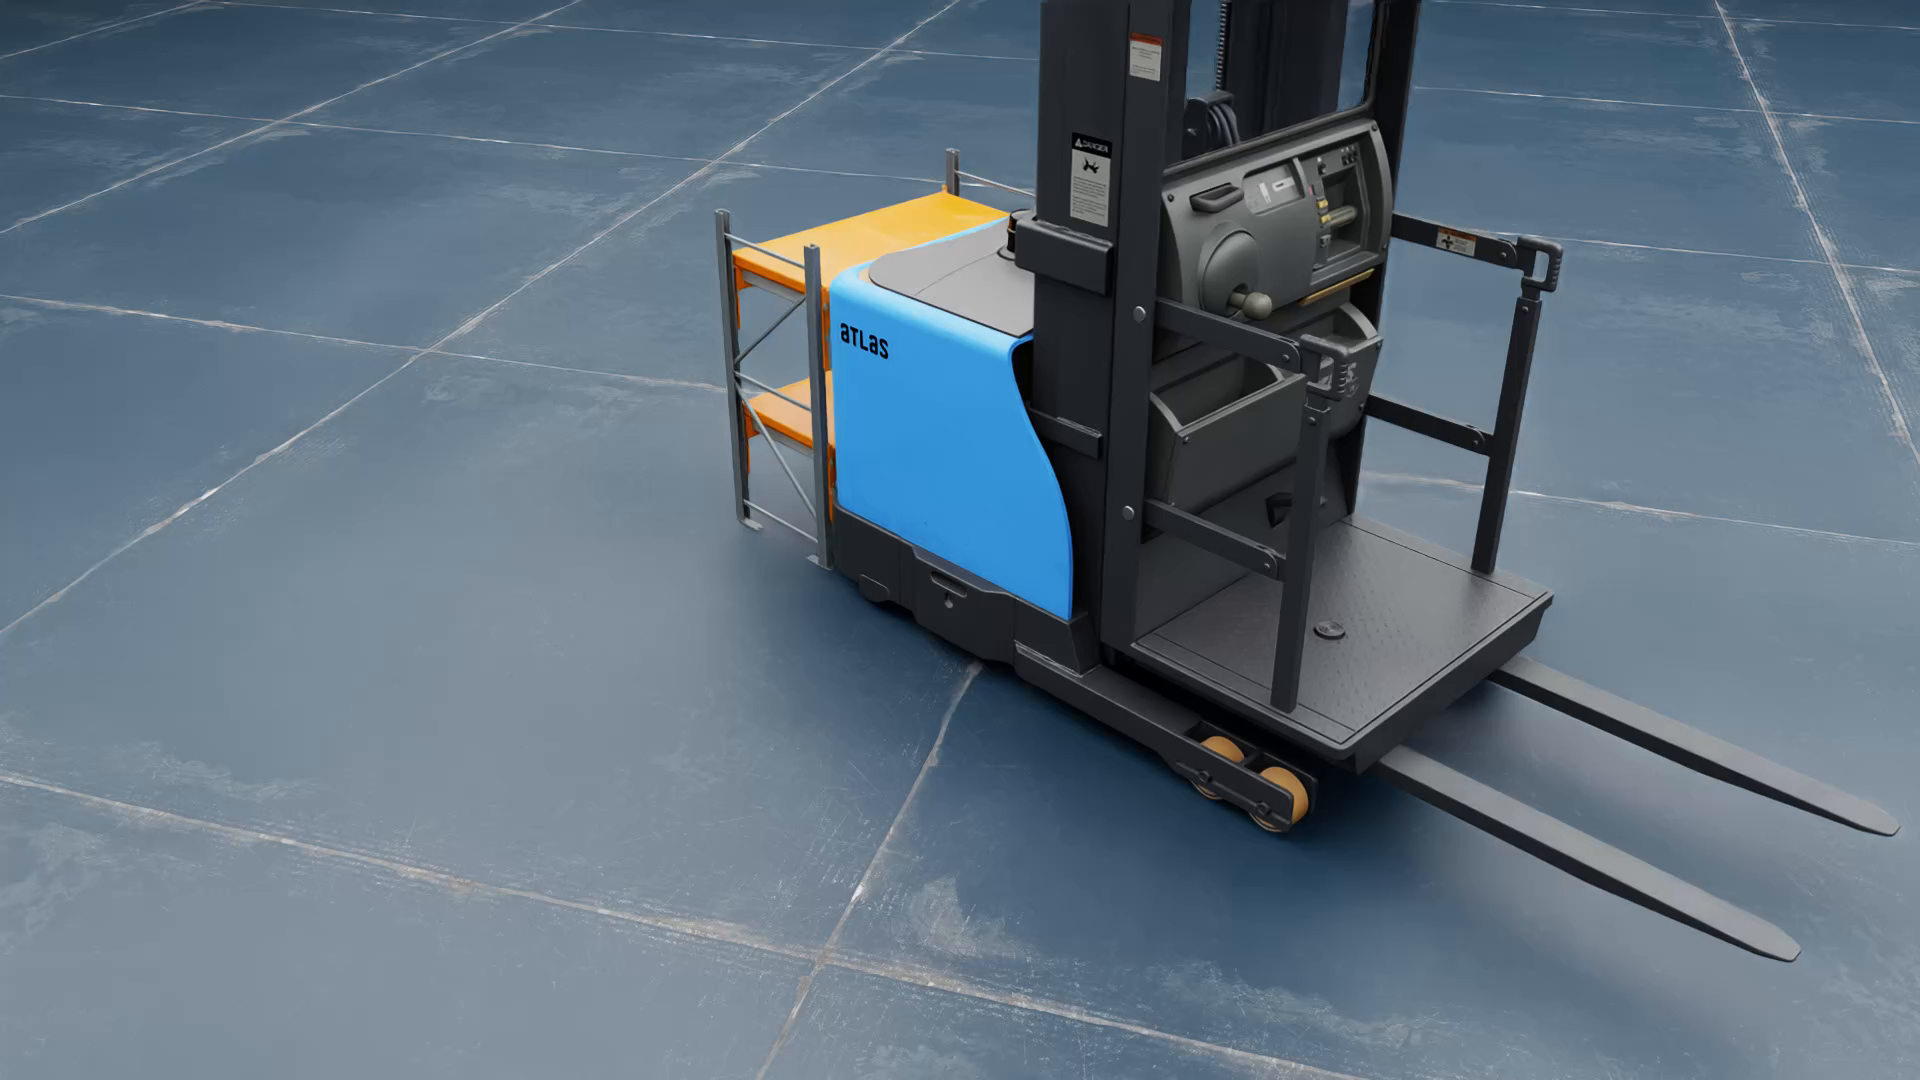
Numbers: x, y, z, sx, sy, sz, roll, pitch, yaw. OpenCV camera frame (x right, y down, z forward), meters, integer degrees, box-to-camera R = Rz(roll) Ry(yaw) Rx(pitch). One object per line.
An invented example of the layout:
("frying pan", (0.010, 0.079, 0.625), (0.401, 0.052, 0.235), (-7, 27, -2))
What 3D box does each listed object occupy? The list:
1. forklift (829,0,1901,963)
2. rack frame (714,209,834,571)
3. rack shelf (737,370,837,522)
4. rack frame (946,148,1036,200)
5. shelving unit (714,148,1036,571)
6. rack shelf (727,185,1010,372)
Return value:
("forklift", (0.986, -0.800, 4.172), (1.130, 2.935, 3.031), (-26, 38, -38))
("rack frame", (-0.607, -0.481, 5.458), (0.032, 1.125, 0.500), (-25, 37, -37))
("rack shelf", (-0.238, -0.437, 5.882), (1.000, 0.278, 0.538), (-25, 37, -37))
("rack frame", (0.131, -0.821, 6.069), (0.032, 1.125, 0.500), (-25, 37, -37))
("shelving unit", (-0.238, -0.651, 5.763), (1.048, 1.125, 0.538), (-25, 37, -37))
("rack shelf", (-0.238, -0.907, 5.621), (1.000, 0.278, 0.538), (-25, 37, -37))
